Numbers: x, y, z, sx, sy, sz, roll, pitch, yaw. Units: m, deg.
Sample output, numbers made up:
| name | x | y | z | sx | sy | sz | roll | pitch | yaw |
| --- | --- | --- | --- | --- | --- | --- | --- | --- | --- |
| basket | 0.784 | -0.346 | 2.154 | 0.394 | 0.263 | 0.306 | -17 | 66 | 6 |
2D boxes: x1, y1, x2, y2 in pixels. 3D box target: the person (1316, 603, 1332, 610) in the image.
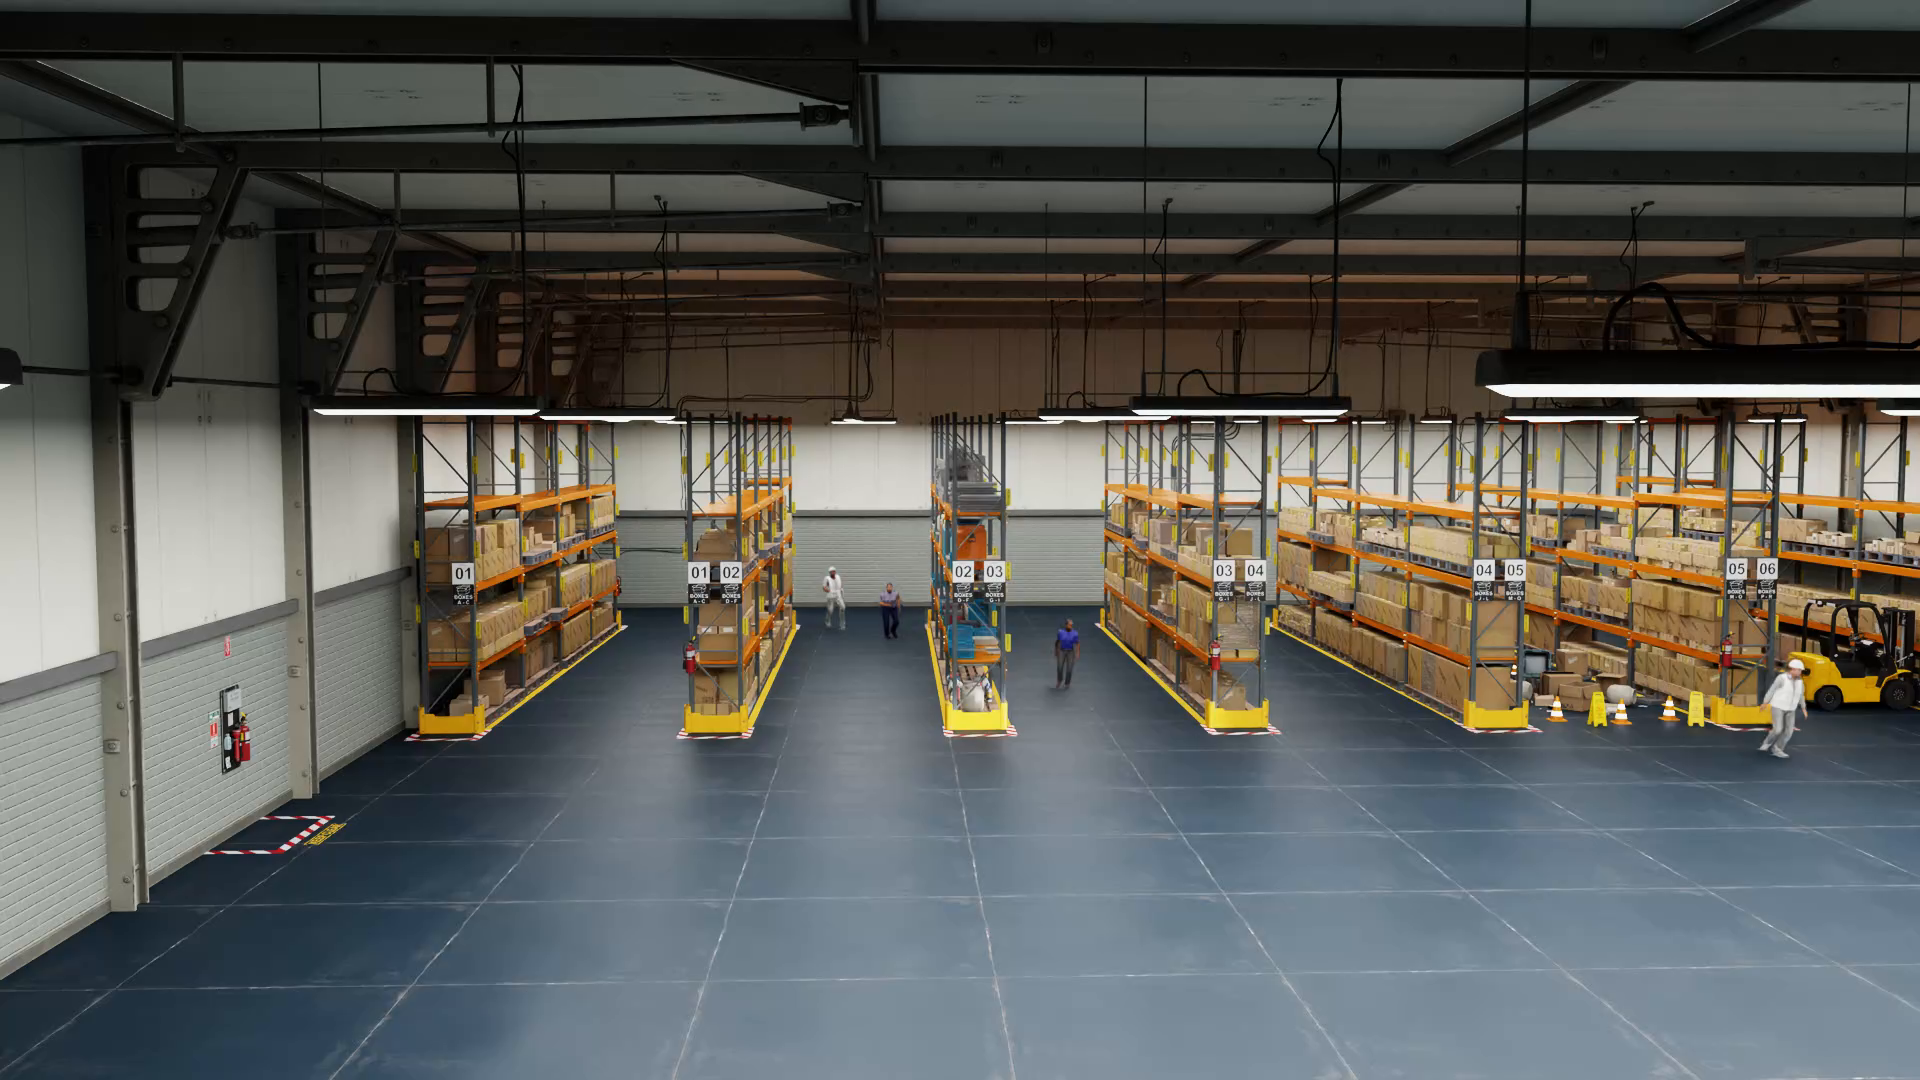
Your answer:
| name | x | y | z | sx | sy | sz | roll | pitch | yaw |
| --- | --- | --- | --- | --- | --- | --- | --- | --- | --- |
| person | 10.481 | 1.535 | 48.691 | 0.941 | 1.706 | 0.721 | 3 | 5 | 34 |

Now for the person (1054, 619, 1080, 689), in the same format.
| name | x | y | z | sx | sy | sz | roll | pitch | yaw |
| --- | --- | --- | --- | --- | --- | --- | --- | --- | --- |
| person | 2.320 | 2.476 | 36.082 | 0.534 | 1.552 | 0.652 | 0 | 4 | 0 |

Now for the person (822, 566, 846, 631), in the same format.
| name | x | y | z | sx | sy | sz | roll | pitch | yaw |
| --- | --- | --- | --- | --- | --- | --- | --- | --- | --- |
| person | -3.574 | 1.649 | 46.954 | 0.683 | 1.817 | 0.765 | -2 | 4 | -29 |

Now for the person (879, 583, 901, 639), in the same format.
| name | x | y | z | sx | sy | sz | roll | pitch | yaw |
| --- | --- | --- | --- | --- | --- | --- | --- | --- | --- |
| person | -1.879 | 1.911 | 44.735 | 0.606 | 1.541 | 0.826 | -1 | 4 | -9 |

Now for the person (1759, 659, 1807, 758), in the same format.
| name | x | y | z | sx | sy | sz | roll | pitch | yaw |
| --- | --- | --- | --- | --- | --- | --- | --- | --- | --- |
| person | 14.243 | 2.904 | 28.734 | 0.676 | 1.728 | 0.629 | -1 | 4 | -15 |
